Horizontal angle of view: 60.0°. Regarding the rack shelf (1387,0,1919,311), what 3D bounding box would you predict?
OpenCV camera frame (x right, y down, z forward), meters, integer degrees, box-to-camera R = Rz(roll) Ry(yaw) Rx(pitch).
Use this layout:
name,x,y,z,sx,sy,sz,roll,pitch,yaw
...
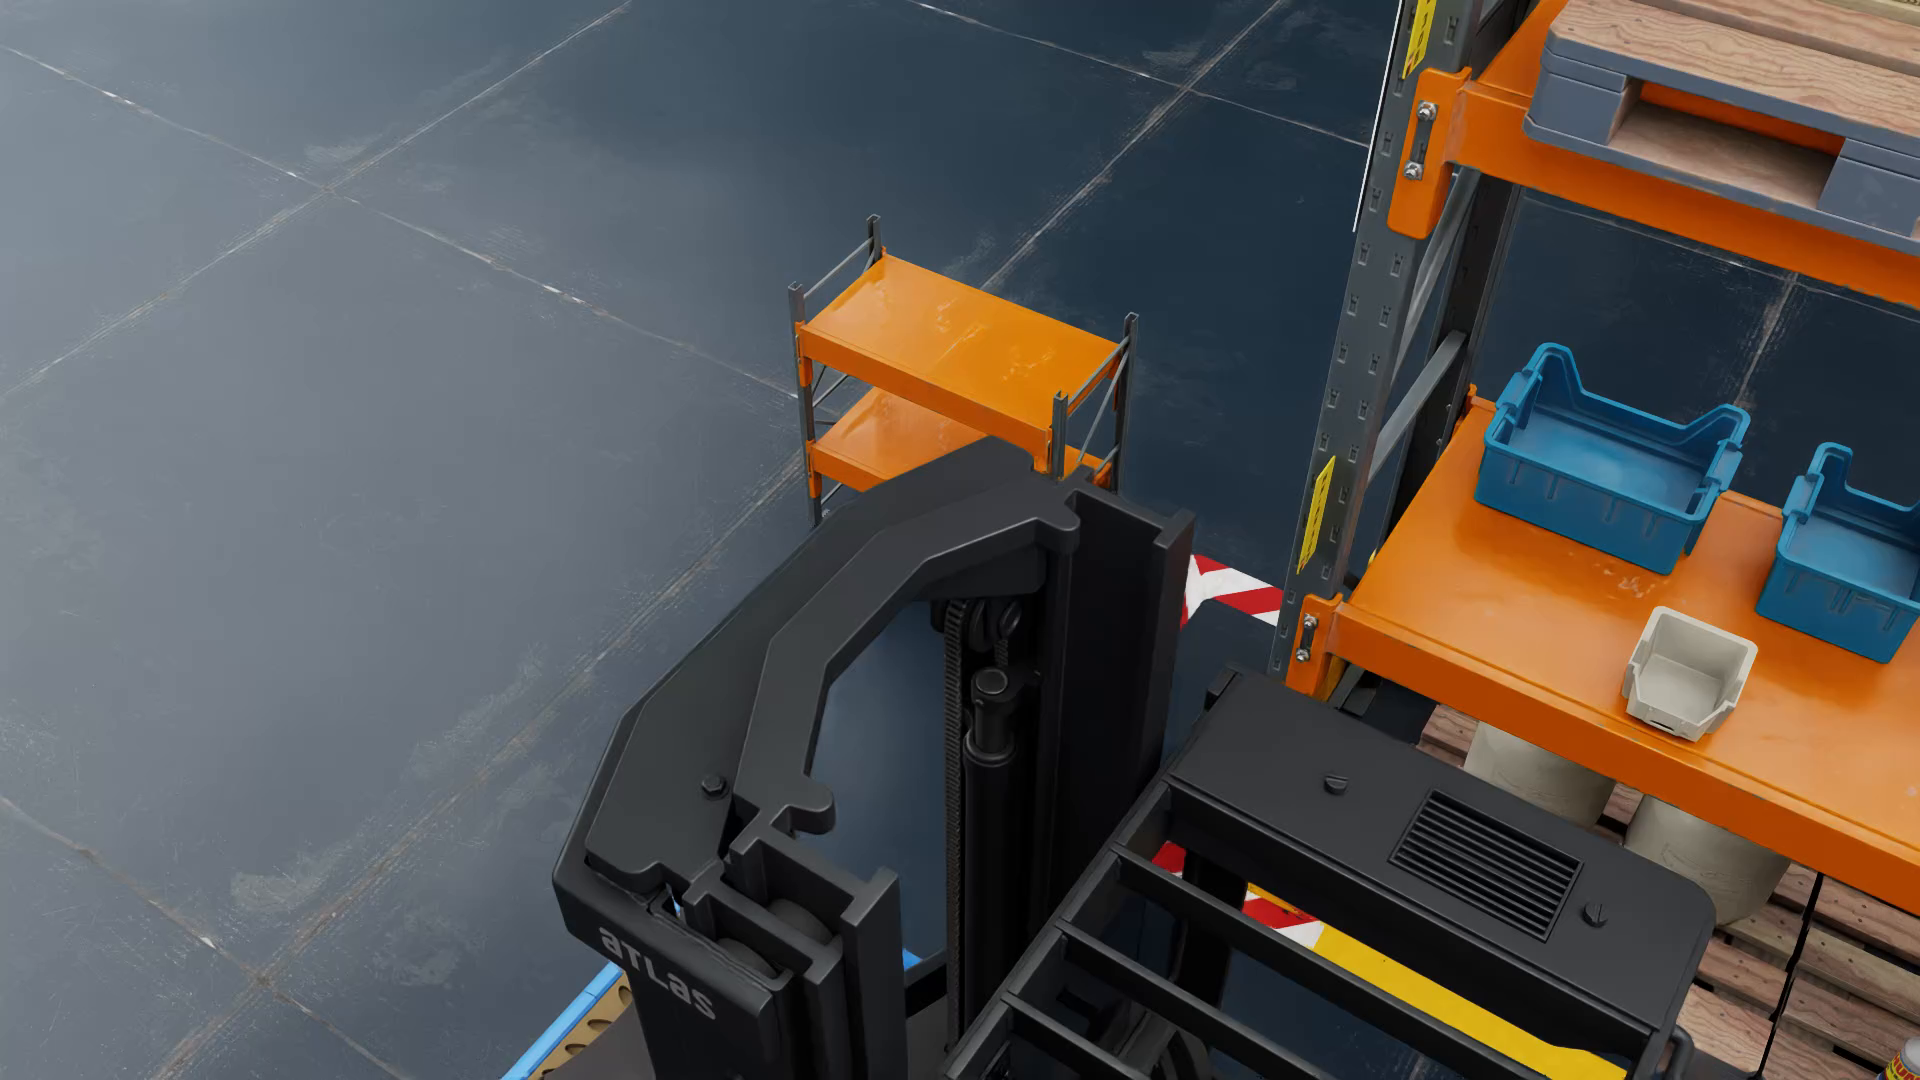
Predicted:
name,x,y,z,sx,sy,sz,roll,pitch,yaw
rack shelf,2.845,-0.312,2.871,4.000,0.370,1.077,25,51,22

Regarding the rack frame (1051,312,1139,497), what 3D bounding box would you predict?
name,x,y,z,sx,sy,sz,roll,pitch,yaw
rack frame,0.434,-0.193,5.653,0.032,1.125,0.500,25,51,22

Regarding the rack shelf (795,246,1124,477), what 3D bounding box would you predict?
name,x,y,z,sx,sy,sz,roll,pitch,yaw
rack shelf,0.006,-0.593,5.634,1.000,0.278,0.538,25,51,22

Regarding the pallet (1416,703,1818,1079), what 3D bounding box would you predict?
name,x,y,z,sx,sy,sz,roll,pitch,yaw
pallet,1.931,0.999,5.132,1.213,0.211,1.003,25,51,22

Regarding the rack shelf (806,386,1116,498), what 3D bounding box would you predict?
name,x,y,z,sx,sy,sz,roll,pitch,yaw
rack shelf,0.006,-0.219,6.019,1.000,0.278,0.538,25,51,22

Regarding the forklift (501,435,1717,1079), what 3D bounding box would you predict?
name,x,y,z,sx,sy,sz,roll,pitch,yaw
forklift,0.374,1.343,2.901,3.031,2.935,1.130,26,51,23

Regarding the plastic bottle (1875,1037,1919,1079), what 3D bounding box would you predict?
name,x,y,z,sx,sy,sz,roll,pitch,yaw
plastic bottle,2.519,1.396,4.397,0.097,0.271,0.097,0,46,0

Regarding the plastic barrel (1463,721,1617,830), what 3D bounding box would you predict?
name,x,y,z,sx,sy,sz,roll,pitch,yaw
plastic barrel,1.756,0.638,4.980,0.421,0.512,0.421,0,46,0

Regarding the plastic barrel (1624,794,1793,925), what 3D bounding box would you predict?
name,x,y,z,sx,sy,sz,roll,pitch,yaw
plastic barrel,2.178,0.832,4.792,0.421,0.512,0.421,0,46,0

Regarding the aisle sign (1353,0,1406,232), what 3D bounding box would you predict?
name,x,y,z,sx,sy,sz,roll,pitch,yaw
aisle sign,0.942,-1.048,3.364,0.004,0.787,0.394,25,51,22

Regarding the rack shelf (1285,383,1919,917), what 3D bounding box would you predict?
name,x,y,z,sx,sy,sz,roll,pitch,yaw
rack shelf,2.845,0.734,3.947,4.000,0.370,1.077,25,51,22

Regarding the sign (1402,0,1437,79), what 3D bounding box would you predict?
name,x,y,z,sx,sy,sz,roll,pitch,yaw
sign,0.860,-1.009,3.041,0.005,0.325,0.100,25,51,22

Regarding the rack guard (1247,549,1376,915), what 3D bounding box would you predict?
name,x,y,z,sx,sy,sz,roll,pitch,yaw
rack guard,1.250,0.581,5.337,0.348,0.500,1.175,25,51,22

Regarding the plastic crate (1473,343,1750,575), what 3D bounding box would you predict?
name,x,y,z,sx,sy,sz,roll,pitch,yaw
plastic crate,1.744,-0.226,4.482,0.616,0.251,0.499,25,51,22

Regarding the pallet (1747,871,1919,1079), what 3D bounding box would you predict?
name,x,y,z,sx,sy,sz,roll,pitch,yaw
pallet,2.954,1.472,4.672,1.213,0.211,1.003,25,51,22

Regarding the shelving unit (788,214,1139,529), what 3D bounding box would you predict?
name,x,y,z,sx,sy,sz,roll,pitch,yaw
shelving unit,0.006,-0.389,5.844,1.048,1.125,0.538,25,51,22

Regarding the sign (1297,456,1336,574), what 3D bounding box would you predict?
name,x,y,z,sx,sy,sz,roll,pitch,yaw
sign,0.860,-0.057,4.021,0.005,0.325,0.100,25,51,22

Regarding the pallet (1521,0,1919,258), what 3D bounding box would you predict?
name,x,y,z,sx,sy,sz,roll,pitch,yaw
pallet,1.805,-0.891,3.065,1.213,0.211,1.003,25,51,22

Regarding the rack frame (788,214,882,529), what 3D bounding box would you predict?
name,x,y,z,sx,sy,sz,roll,pitch,yaw
rack frame,-0.422,-0.586,6.035,0.032,1.125,0.500,25,51,22

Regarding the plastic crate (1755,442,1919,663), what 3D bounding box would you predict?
name,x,y,z,sx,sy,sz,roll,pitch,yaw
plastic crate,2.287,0.029,4.234,0.408,0.251,0.499,25,51,22

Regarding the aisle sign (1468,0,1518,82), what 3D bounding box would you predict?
name,x,y,z,sx,sy,sz,roll,pitch,yaw
aisle sign,1.261,-1.404,3.711,0.004,0.787,0.394,25,51,22

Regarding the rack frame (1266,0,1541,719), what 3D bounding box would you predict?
name,x,y,z,sx,sy,sz,roll,pitch,yaw
rack frame,1.161,-0.291,4.442,0.127,3.000,1.000,25,51,22

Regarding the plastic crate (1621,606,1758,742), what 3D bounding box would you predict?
name,x,y,z,sx,sy,sz,roll,pitch,yaw
plastic crate,1.741,0.341,4.011,0.250,0.136,0.298,25,51,22
